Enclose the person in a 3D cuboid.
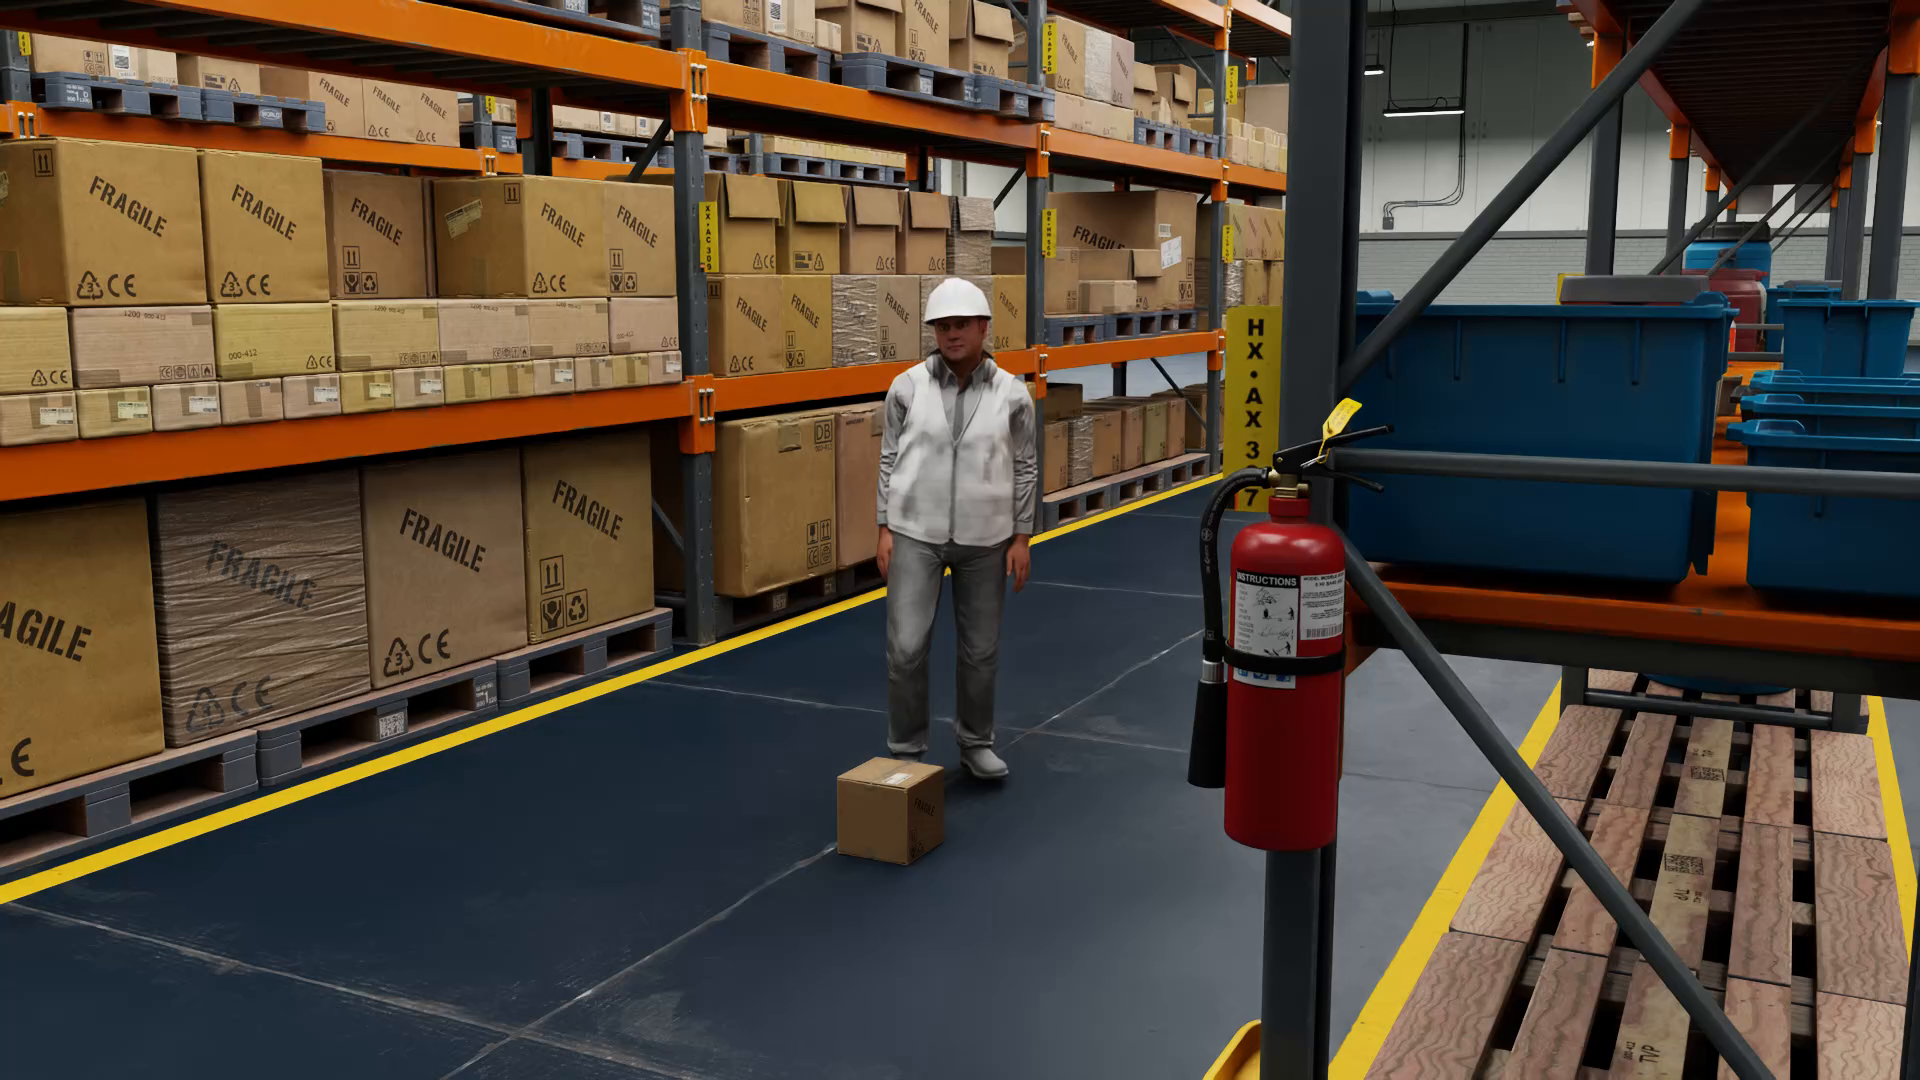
[{"bbox_3d":[-0.010,-0.021,5.775,0.558,1.762,0.489,0,9,-3],"label":"person"}]
